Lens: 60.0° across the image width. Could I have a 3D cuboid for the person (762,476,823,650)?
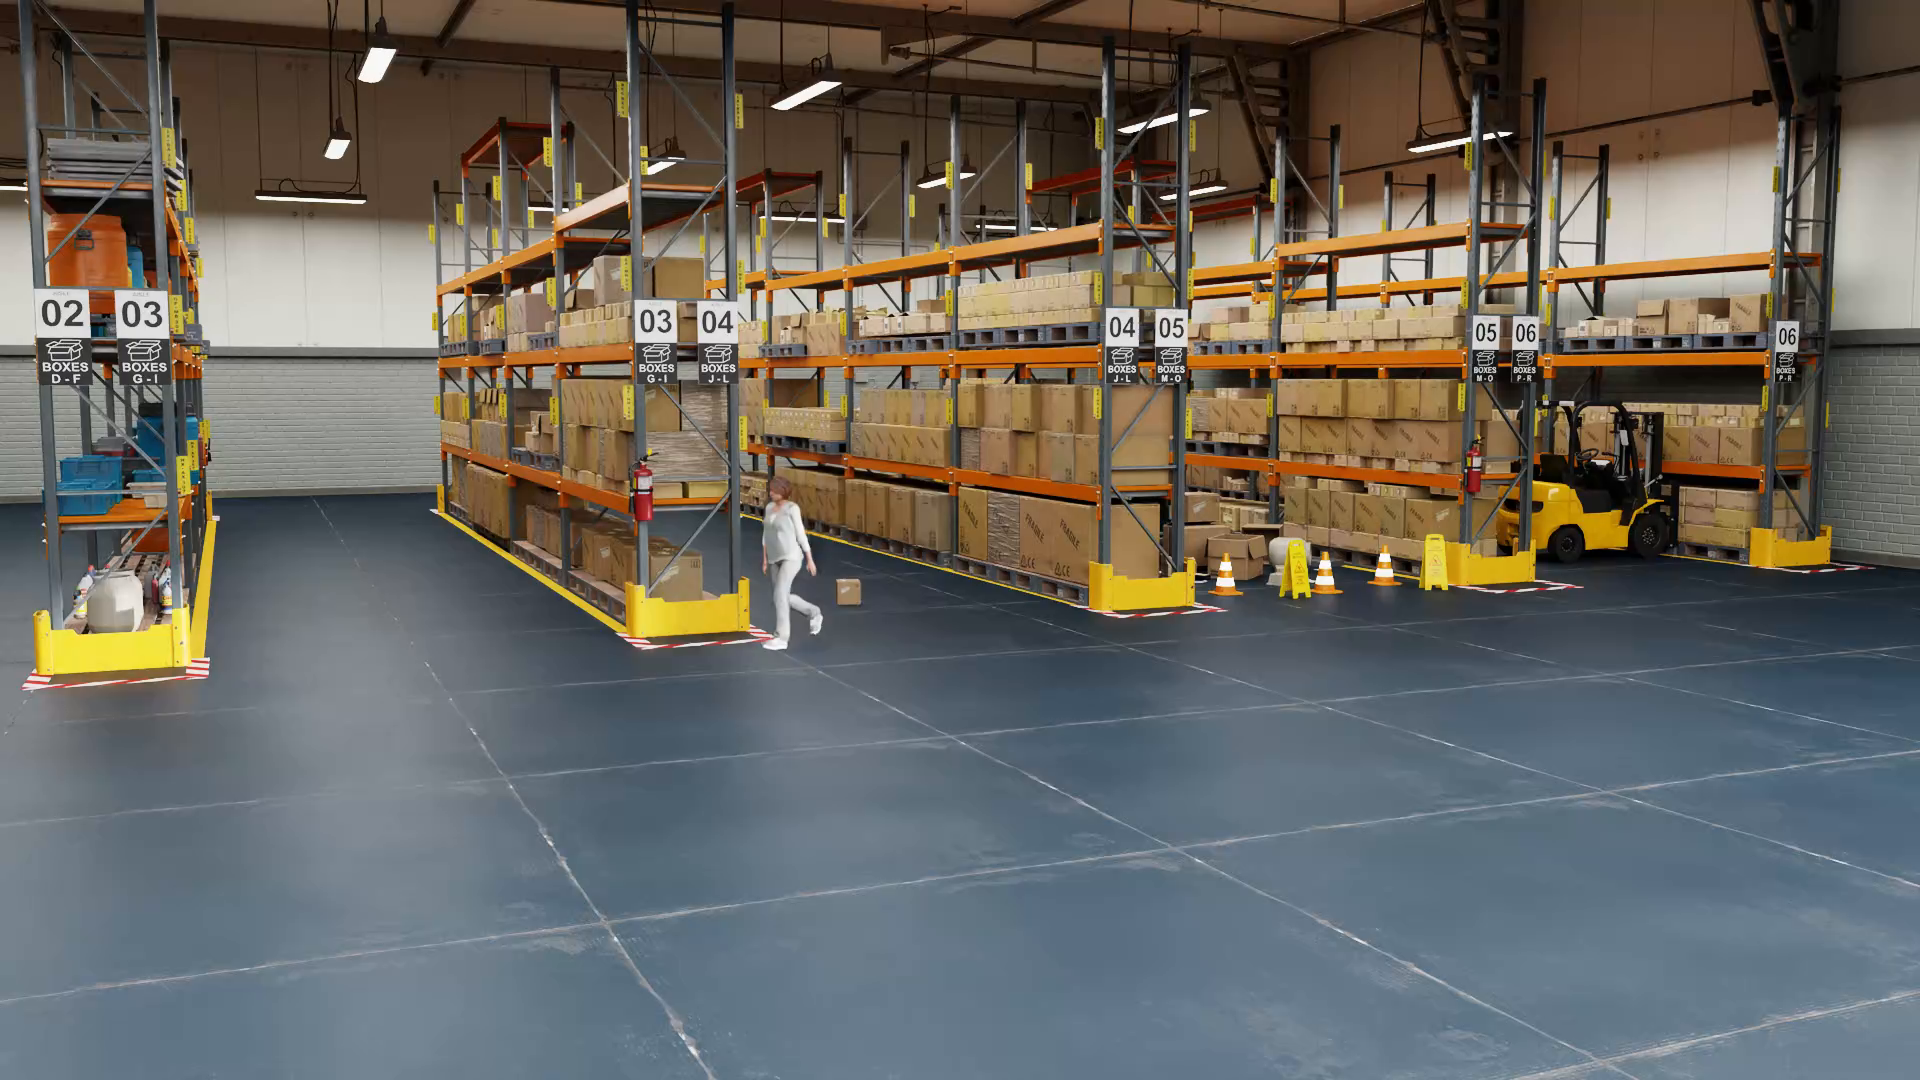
[{"bbox_3d":[-1.553,0.196,15.257,0.466,1.546,0.775,6,8,44],"label":"person"}]
